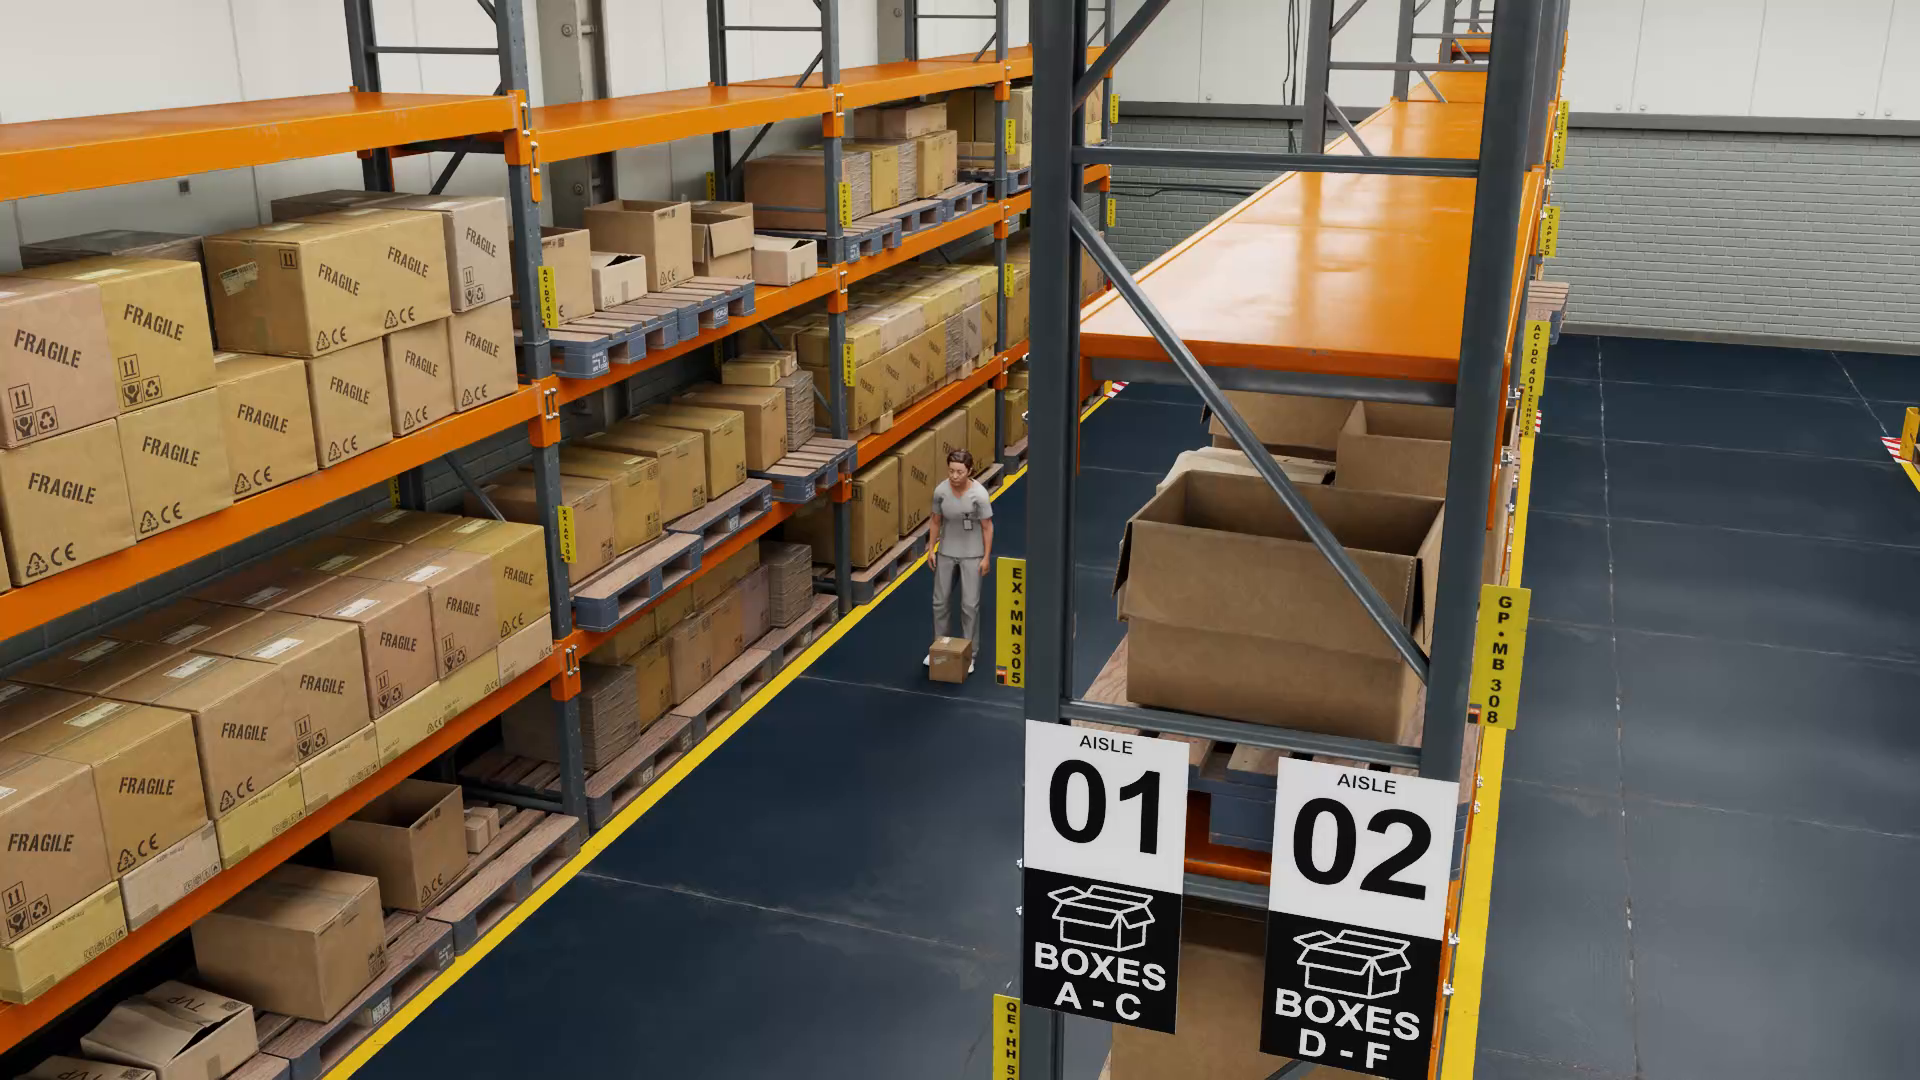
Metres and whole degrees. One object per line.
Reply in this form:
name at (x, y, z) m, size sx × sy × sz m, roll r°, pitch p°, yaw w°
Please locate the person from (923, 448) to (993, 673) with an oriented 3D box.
person at (-0.008, 0.134, 12.168) m, size 0.486 × 1.673 × 0.404 m, roll 6°, pitch 20°, yaw 18°
